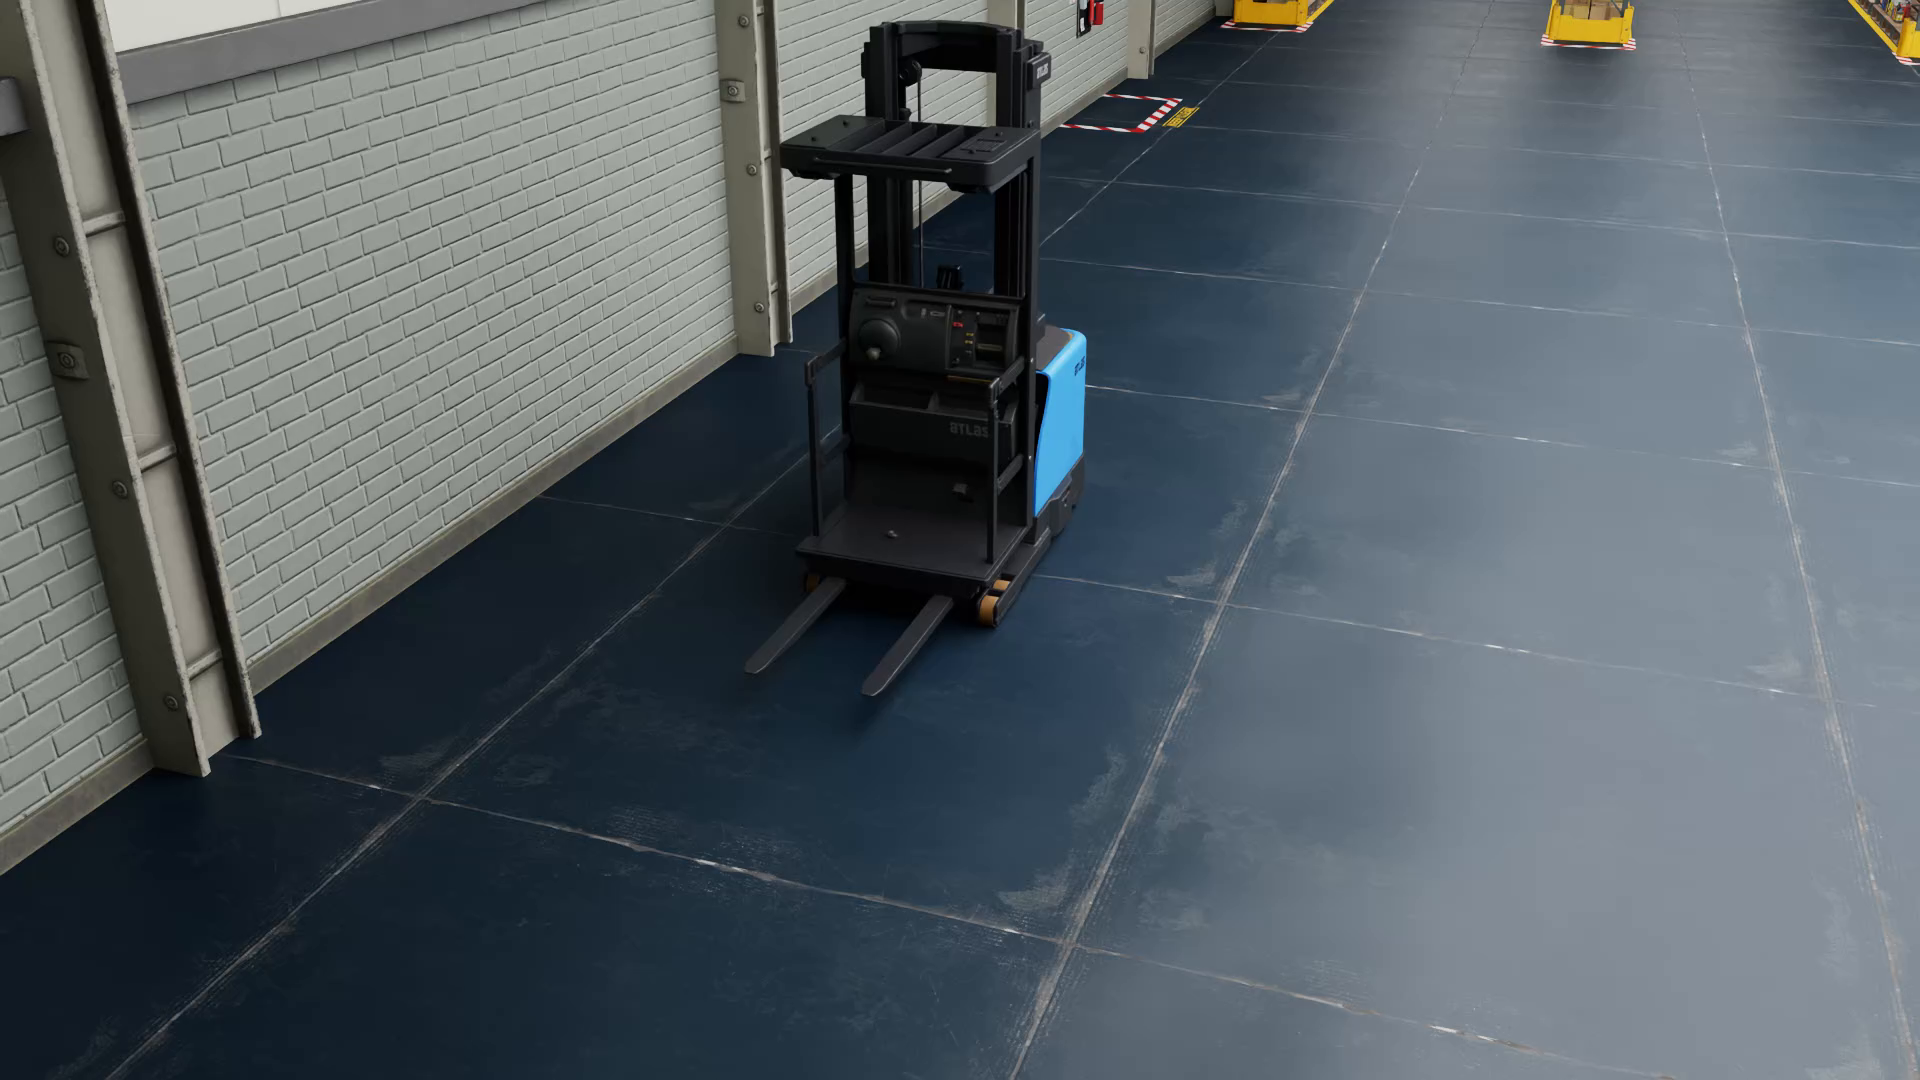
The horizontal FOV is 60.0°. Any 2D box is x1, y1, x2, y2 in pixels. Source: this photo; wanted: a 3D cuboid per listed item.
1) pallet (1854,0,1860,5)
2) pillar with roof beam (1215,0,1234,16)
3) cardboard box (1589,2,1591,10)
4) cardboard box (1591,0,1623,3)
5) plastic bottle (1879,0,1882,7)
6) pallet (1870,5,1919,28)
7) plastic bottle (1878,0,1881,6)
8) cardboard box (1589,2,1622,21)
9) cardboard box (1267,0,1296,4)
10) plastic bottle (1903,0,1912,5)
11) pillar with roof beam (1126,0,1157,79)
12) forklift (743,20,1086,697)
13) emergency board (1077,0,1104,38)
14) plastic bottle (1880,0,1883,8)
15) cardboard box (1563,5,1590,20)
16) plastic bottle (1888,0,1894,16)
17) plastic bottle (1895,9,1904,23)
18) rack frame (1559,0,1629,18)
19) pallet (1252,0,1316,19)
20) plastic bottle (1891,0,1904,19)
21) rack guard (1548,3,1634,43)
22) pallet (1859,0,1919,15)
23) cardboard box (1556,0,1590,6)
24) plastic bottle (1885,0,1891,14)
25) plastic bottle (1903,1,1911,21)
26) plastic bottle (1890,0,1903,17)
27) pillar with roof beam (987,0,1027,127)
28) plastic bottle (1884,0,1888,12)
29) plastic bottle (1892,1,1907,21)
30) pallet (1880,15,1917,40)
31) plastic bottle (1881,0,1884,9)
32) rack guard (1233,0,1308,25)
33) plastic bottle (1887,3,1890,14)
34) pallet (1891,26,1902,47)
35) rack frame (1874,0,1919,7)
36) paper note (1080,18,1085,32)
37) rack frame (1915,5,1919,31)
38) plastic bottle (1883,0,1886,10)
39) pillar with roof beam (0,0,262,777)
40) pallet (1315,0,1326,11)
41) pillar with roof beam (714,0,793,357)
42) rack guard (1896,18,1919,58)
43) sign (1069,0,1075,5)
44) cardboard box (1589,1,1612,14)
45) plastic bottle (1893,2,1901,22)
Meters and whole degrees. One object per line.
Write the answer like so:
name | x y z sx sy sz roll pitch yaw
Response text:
pallet | 16.364 -9.611 29.358 1.003 0.211 1.213 9 27 17
pillar with roof beam | 8.539 -12.316 24.862 9.100 9.000 0.400 9 27 17
cardboard box | 10.452 -8.662 26.871 0.500 0.250 0.500 9 27 17
cardboard box | 10.287 -8.794 26.283 0.500 0.500 0.500 9 27 17
plastic bottle | 15.182 -8.864 27.322 0.097 0.201 0.097 0 26 0
pallet | 15.472 -8.510 27.083 1.003 0.211 1.213 9 27 17
plastic bottle | 15.216 -8.937 27.393 0.097 0.271 0.097 0 26 0
cardboard box | 10.123 -8.250 26.021 0.500 0.250 0.500 9 27 17
cardboard box | 5.377 -9.087 27.656 0.500 0.311 0.500 6 26 12
plastic bottle | 15.019 -8.472 26.426 0.152 0.276 0.135 9 27 17
pillar with roof beam | 6.542 -9.851 19.769 9.100 9.000 0.400 9 27 17
forklift | -0.212 -1.061 8.578 1.130 2.935 3.031 9 27 18
emergency board | 1.624 -6.765 20.280 0.194 1.169 0.643 9 27 17
plastic bottle | 15.148 -8.822 27.235 0.097 0.201 0.097 0 26 0
cardboard box | 9.634 -8.325 26.176 0.500 0.250 0.500 9 27 17
plastic bottle | 14.871 -8.517 26.433 0.144 0.351 0.185 9 27 17
plastic bottle | 14.602 -8.148 25.842 0.097 0.201 0.097 0 26 0
rack frame | 9.734 -9.111 25.125 1.000 3.000 0.127 9 27 17
pallet | 5.391 -8.932 27.956 1.003 0.211 1.213 9 27 17
plastic bottle | 14.758 -8.338 26.149 0.152 0.276 0.135 8 27 16
rack guard | 9.726 -7.976 25.649 1.175 0.500 0.348 9 27 17
pallet | 15.960 -9.108 28.319 1.003 0.211 1.213 9 27 17
cardboard box | 9.632 -8.663 26.013 0.500 0.500 0.500 9 27 17
plastic bottle | 14.918 -8.599 26.680 0.061 0.283 0.133 10 28 20
plastic bottle | 14.812 -8.269 25.999 0.061 0.283 0.133 9 27 17
plastic bottle | 14.809 -8.440 26.275 0.144 0.351 0.185 10 28 20
pillar with roof beam | 4.545 -7.385 14.677 9.100 9.000 0.400 9 27 17
plastic bottle | 15.012 -8.691 26.793 0.144 0.351 0.185 8 27 15
plastic bottle | 14.712 -8.281 26.032 0.152 0.276 0.135 9 27 18
pallet | 15.068 -8.007 26.044 1.003 0.211 1.213 9 27 17
plastic bottle | 15.134 -8.803 27.109 0.152 0.276 0.135 10 27 19
rack guard | 5.087 -8.734 27.215 1.175 0.500 0.348 9 27 17
plastic bottle | 14.896 -8.511 26.593 0.097 0.201 0.097 0 26 0
pallet | 14.660 -7.507 25.012 1.003 0.211 1.213 9 27 17
rack frame | 15.735 -10.035 27.033 1.000 3.000 0.127 9 27 17
paper note | 1.500 -6.306 20.342 0.016 0.148 0.142 9 27 17
rack frame | 14.404 -8.391 23.638 1.000 3.000 0.127 9 27 17
plastic bottle | 15.075 -8.769 26.954 0.144 0.351 0.185 10 27 19
pillar with roof beam | 0.552 -2.454 4.492 9.100 9.000 0.400 9 27 17
pallet | 5.798 -9.432 28.988 1.003 0.211 1.213 9 27 17
pillar with roof beam | 2.549 -4.919 9.584 9.100 9.000 0.400 9 27 17
rack guard | 14.385 -7.304 24.261 1.175 0.500 0.348 9 27 17
sign | 1.343 -6.569 19.834 0.001 0.329 0.234 9 27 17
cardboard box | 10.285 -8.456 26.447 0.500 0.250 0.500 9 27 17
plastic bottle | 14.624 -8.235 25.929 0.061 0.283 0.133 9 27 19
